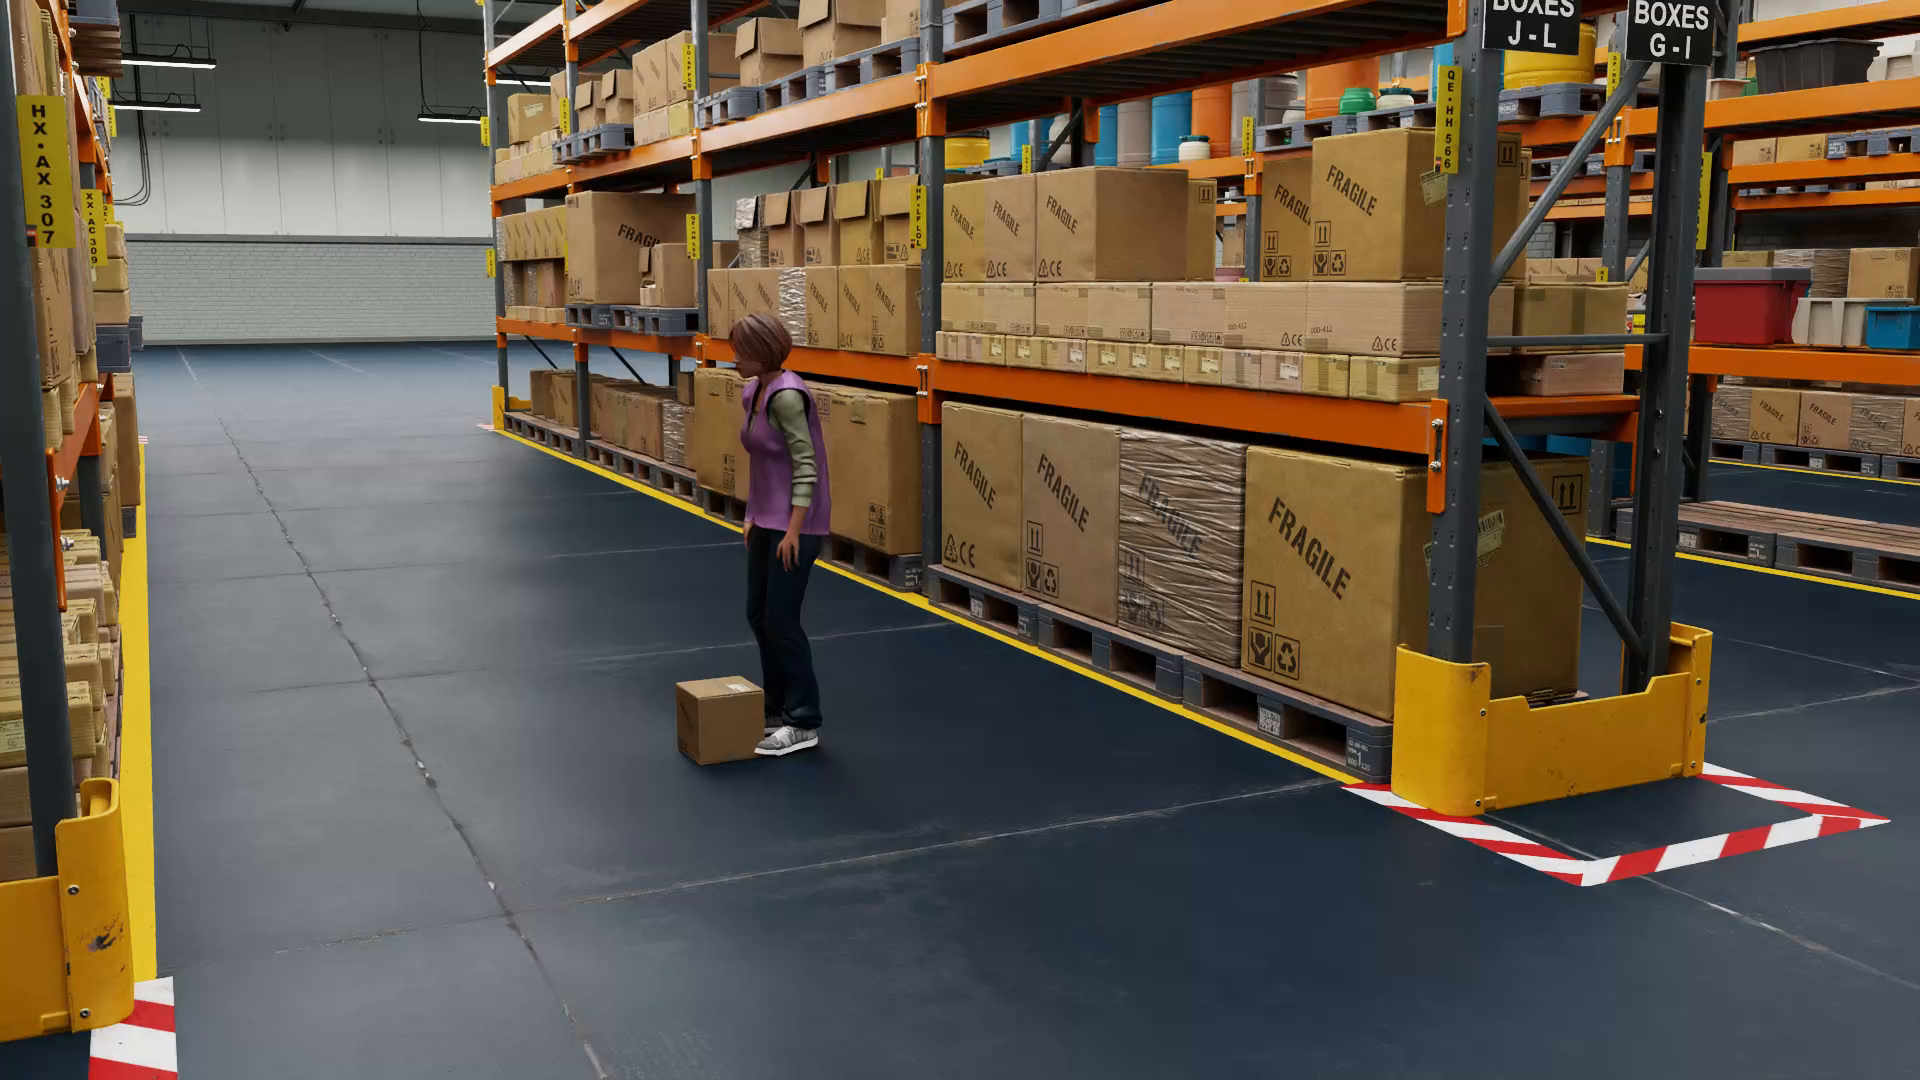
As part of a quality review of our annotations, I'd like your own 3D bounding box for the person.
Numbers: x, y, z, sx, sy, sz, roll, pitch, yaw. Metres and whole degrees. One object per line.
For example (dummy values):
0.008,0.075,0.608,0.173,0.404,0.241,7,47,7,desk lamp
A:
-0.662,-0.026,6.063,0.350,1.592,0.467,-4,10,-26,person
